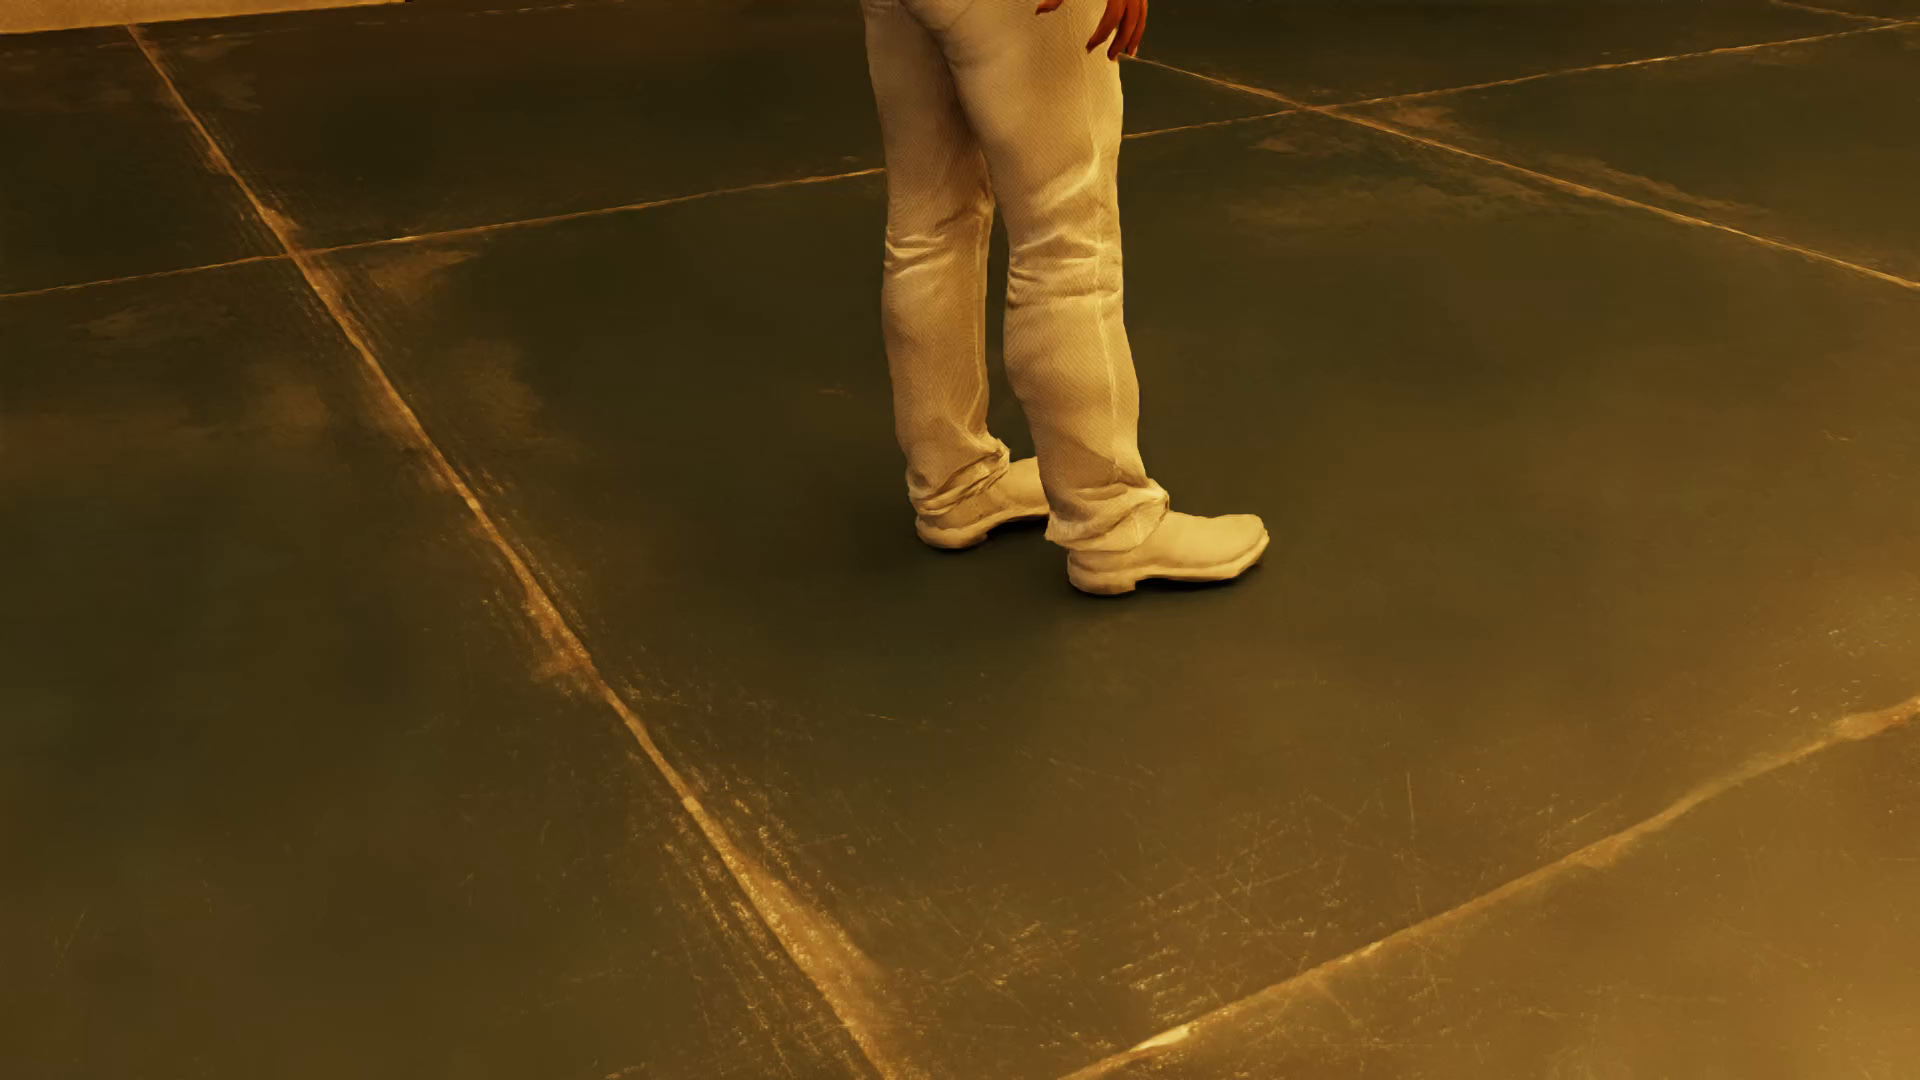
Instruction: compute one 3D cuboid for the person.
[{"bbox_3d":[0.063,-0.808,2.124,0.576,1.766,0.665,-15,30,-26],"label":"person"}]
